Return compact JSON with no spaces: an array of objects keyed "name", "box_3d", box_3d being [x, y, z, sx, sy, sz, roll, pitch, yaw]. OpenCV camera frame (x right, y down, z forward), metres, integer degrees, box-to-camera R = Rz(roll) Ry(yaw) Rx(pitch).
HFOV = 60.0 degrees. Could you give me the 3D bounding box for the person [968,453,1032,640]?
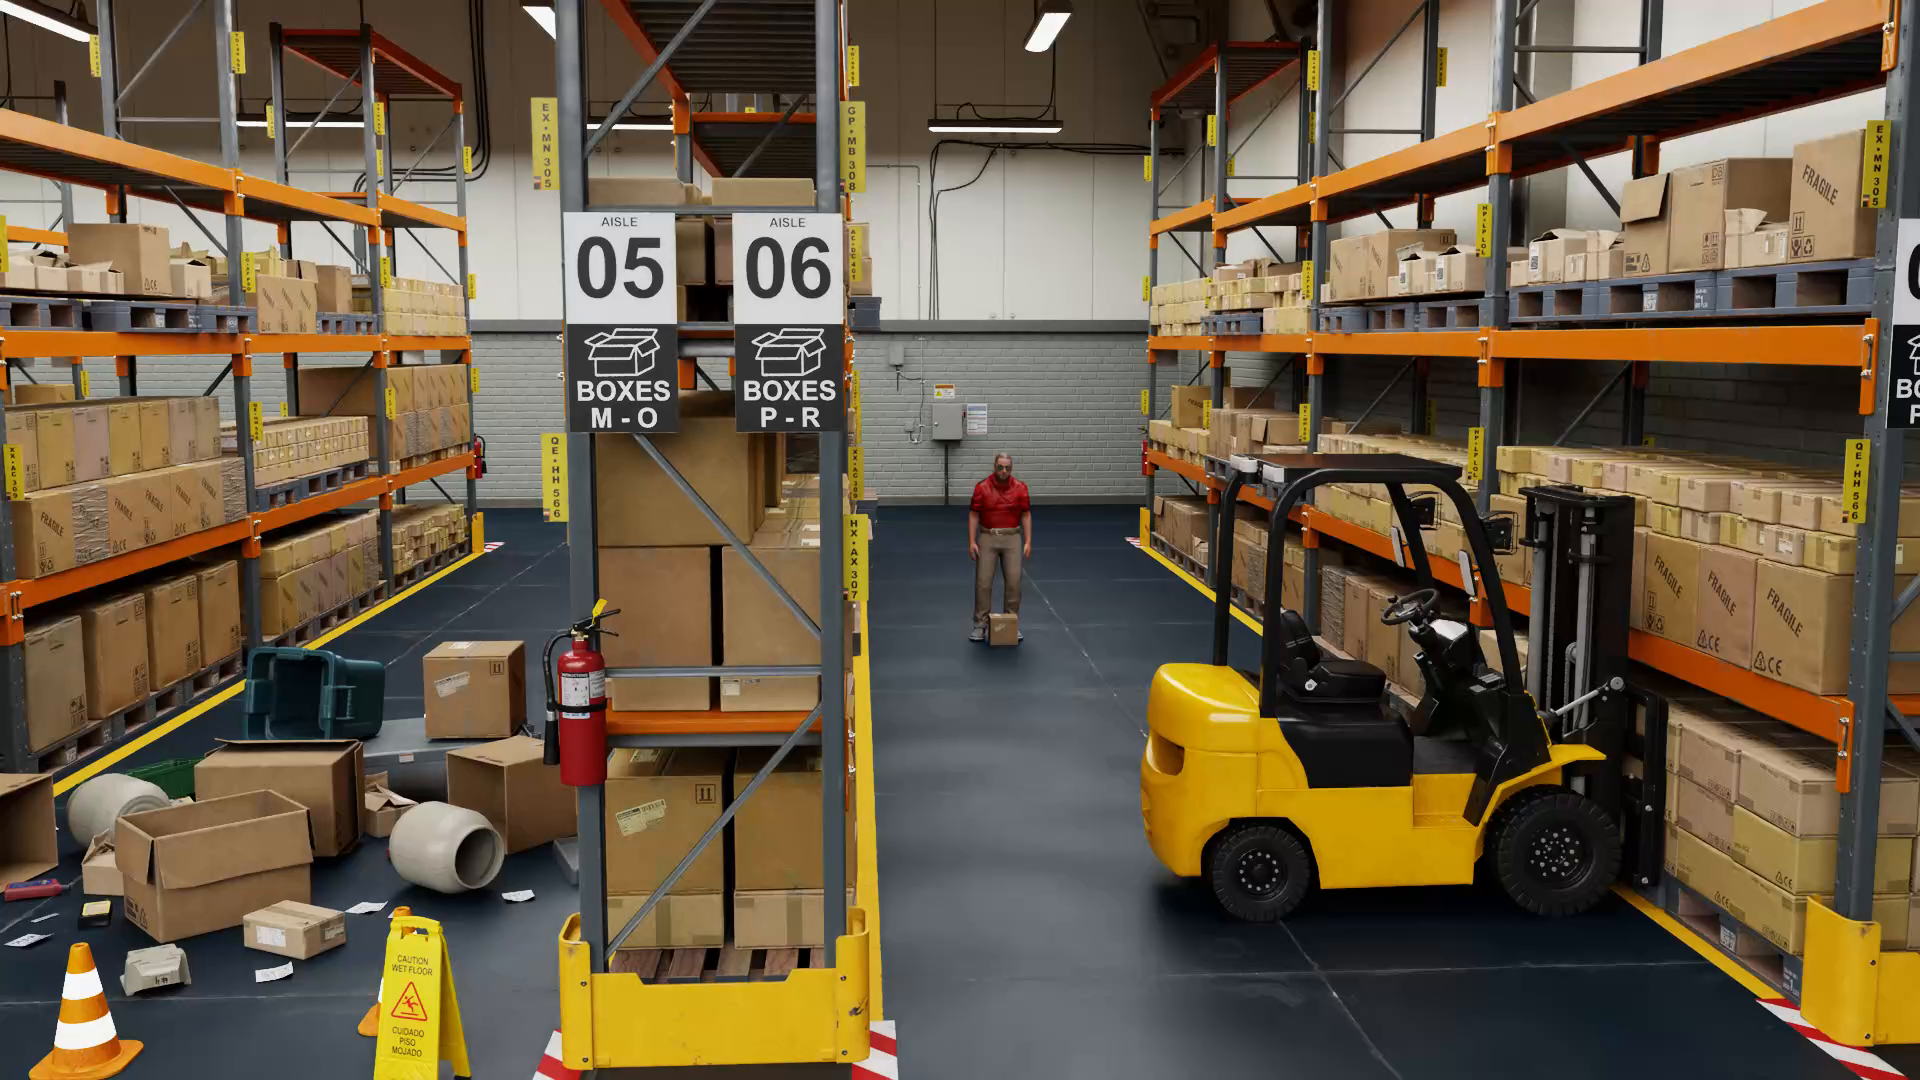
[{"name":"person","box_3d":[0.371,0.052,15.361,0.590,1.726,0.388,-1,7,-4]}]
